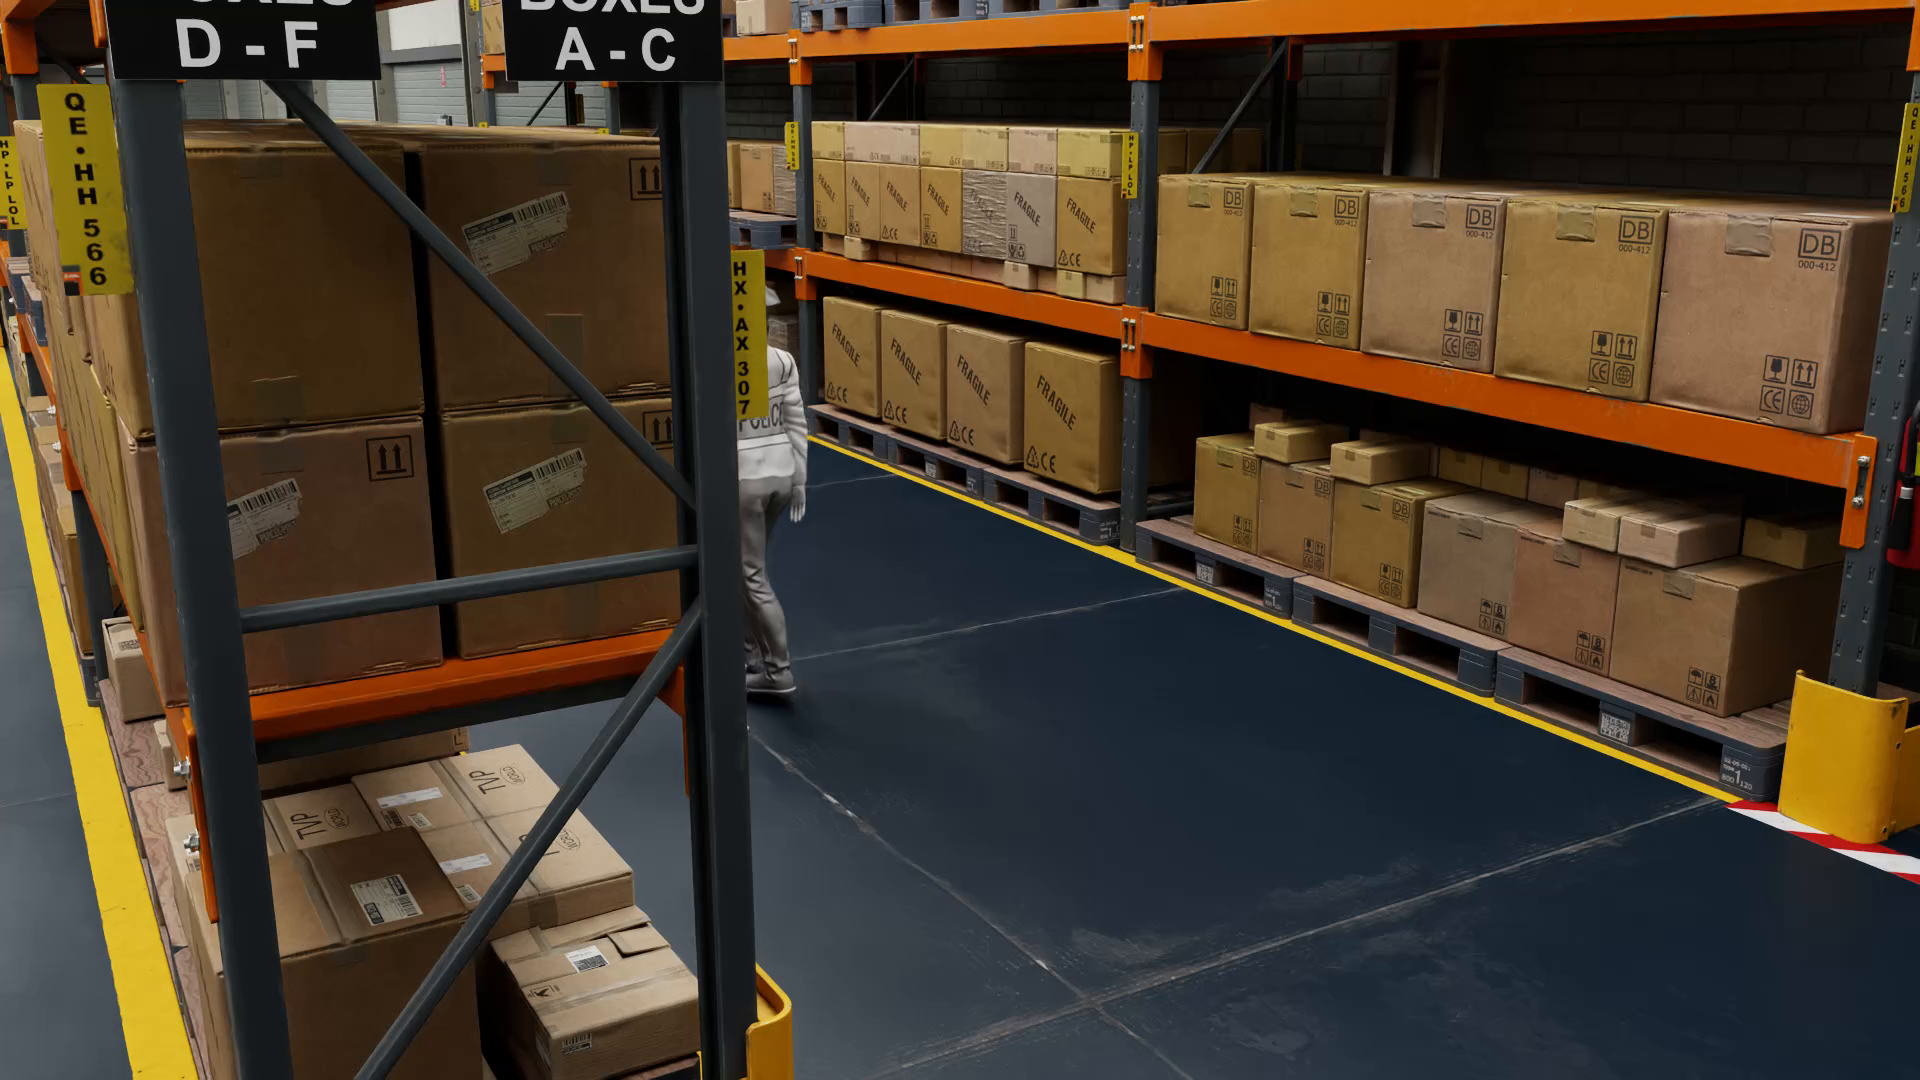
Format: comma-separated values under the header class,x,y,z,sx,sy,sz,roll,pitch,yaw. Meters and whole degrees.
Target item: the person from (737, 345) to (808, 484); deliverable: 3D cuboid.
class,x,y,z,sx,sy,sz,roll,pitch,yaw
person,-0.857,-0.497,6.628,0.338,0.611,0.505,11,19,36
